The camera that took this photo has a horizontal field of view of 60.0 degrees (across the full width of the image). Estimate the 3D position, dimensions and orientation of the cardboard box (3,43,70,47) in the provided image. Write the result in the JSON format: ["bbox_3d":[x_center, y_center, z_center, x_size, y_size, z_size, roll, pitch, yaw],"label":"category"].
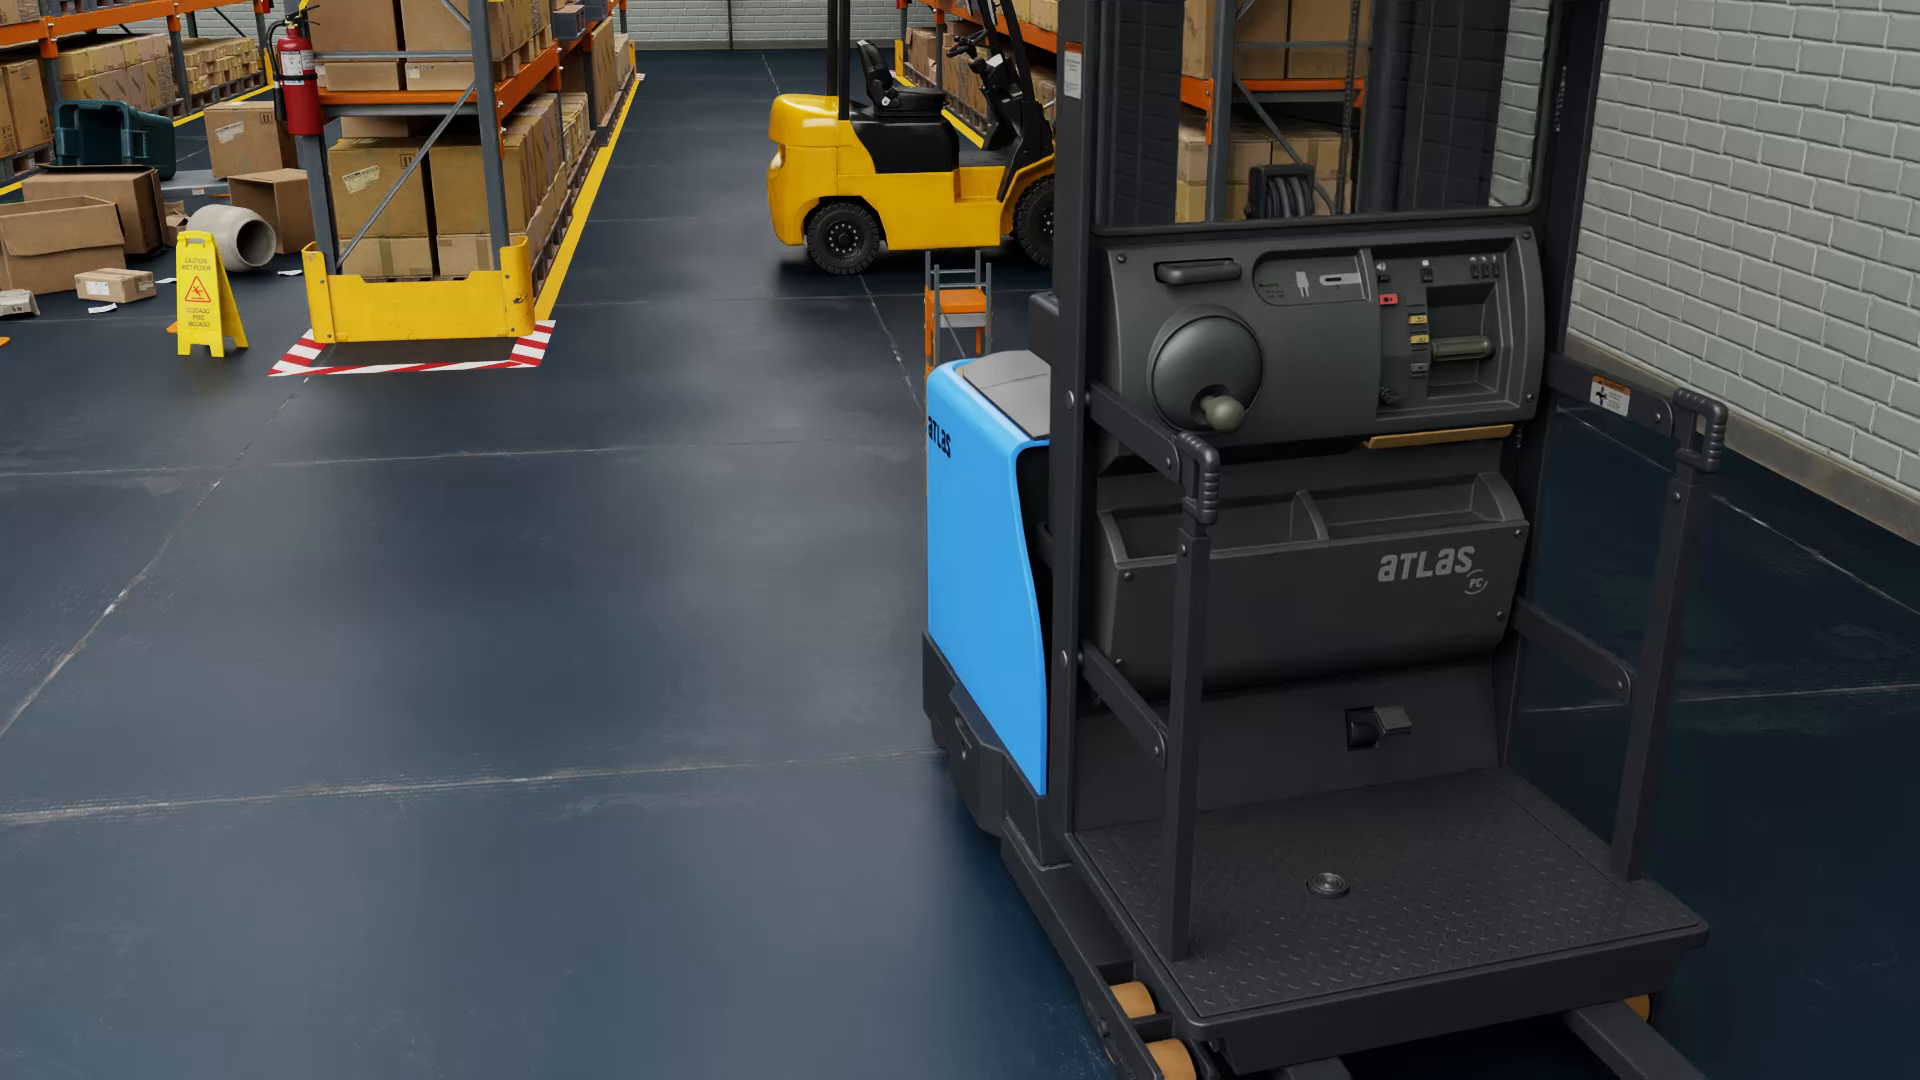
[{"bbox_3d":[-9.515,-4.978,17.158,0.500,0.250,0.500,-2,21,-6],"label":"cardboard box"}]

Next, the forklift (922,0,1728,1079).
[{"bbox_3d":[0.797,-0.398,3.094,1.130,2.935,3.031,-6,21,-15],"label":"forklift"}]

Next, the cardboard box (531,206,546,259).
[{"bbox_3d":[-2.887,-1.920,10.399,0.500,0.250,0.500,-2,21,-6],"label":"cardboard box"}]

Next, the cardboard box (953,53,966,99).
[{"bbox_3d":[0.204,-5.437,19.460,0.500,0.500,0.500,-4,21,-9],"label":"cardboard box"}]

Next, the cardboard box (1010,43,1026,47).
[{"bbox_3d":[0.774,-5.533,18.790,0.380,0.149,0.250,-3,21,-7],"label":"cardboard box"}]

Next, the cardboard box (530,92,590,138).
[{"bbox_3d":[-4.060,-4.080,16.010,0.950,0.372,0.625,-4,21,-11],"label":"cardboard box"}]

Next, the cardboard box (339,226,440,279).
[{"bbox_3d":[-3.365,-1.724,9.875,0.500,0.250,0.500,-3,21,-8],"label":"cardboard box"}]

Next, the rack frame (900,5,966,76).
[{"bbox_3d":[-0.373,-8.332,24.238,1.000,3.000,0.127,-3,21,-8],"label":"rack frame"}]

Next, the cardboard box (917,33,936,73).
[{"bbox_3d":[-0.317,-6.656,22.721,0.500,0.500,0.500,-3,21,-7],"label":"cardboard box"}]

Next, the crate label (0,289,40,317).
[{"bbox_3d":[-5.541,-1.379,9.713,0.250,0.136,0.298,-15,25,-35],"label":"crate label"}]

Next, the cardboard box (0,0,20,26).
[{"bbox_3d":[-8.614,-4.758,14.525,0.500,0.500,0.500,-3,21,-8],"label":"cardboard box"}]

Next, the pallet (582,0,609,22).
[{"bbox_3d":[-3.923,-4.980,15.536,1.213,0.211,1.003,-3,21,-8],"label":"pallet"}]

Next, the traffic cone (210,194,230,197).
[{"bbox_3d":[-6.150,-3.146,13.979,0.336,0.463,0.334,-3,21,-8],"label":"traffic cone"}]

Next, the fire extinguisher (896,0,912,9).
[{"bbox_3d":[-0.852,-8.149,24.391,0.296,0.674,0.183,-3,21,-8],"label":"fire extinguisher"}]

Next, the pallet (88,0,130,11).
[{"bbox_3d":[-9.341,-5.620,17.249,1.003,0.211,1.213,-3,21,-8],"label":"pallet"}]

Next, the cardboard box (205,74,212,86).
[{"bbox_3d":[-9.611,-5.767,20.844,0.380,0.149,0.250,-4,21,-10],"label":"cardboard box"}]

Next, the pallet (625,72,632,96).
[{"bbox_3d":[-4.919,-6.080,22.193,1.003,0.211,1.213,-3,21,-8],"label":"pallet"}]

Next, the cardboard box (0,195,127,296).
[{"bbox_3d":[-5.737,-1.852,10.456,0.637,0.503,0.797,17,27,39],"label":"cardboard box"}]

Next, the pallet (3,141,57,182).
[{"bbox_3d":[-8.976,-3.443,15.133,1.003,0.211,1.213,-3,21,-8],"label":"pallet"}]

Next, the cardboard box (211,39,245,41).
[{"bbox_3d":[-9.862,-6.676,22.426,0.380,0.149,0.250,-3,21,-7],"label":"cardboard box"}]

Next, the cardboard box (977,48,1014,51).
[{"bbox_3d":[0.394,-5.237,17.995,0.380,0.149,0.250,-4,21,-10],"label":"cardboard box"}]

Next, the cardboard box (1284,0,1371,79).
[{"bbox_3d":[2.136,-3.025,9.885,0.500,0.500,0.500,-2,21,-6],"label":"cardboard box"}]

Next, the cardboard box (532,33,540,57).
[{"bbox_3d":[-3.057,-3.361,11.286,0.380,0.149,0.250,-3,21,-9],"label":"cardboard box"}]

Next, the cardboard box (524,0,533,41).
[{"bbox_3d":[-3.006,-3.436,10.562,0.500,0.500,0.500,-3,21,-9],"label":"cardboard box"}]

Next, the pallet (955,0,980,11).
[{"bbox_3d":[0.613,-5.704,17.475,1.213,0.211,1.003,-3,21,-8],"label":"pallet"}]

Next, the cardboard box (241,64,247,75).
[{"bbox_3d":[-9.796,-6.306,22.287,0.380,0.149,0.250,-3,21,-8],"label":"cardboard box"}]

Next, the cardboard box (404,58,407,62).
[{"bbox_3d":[-3.473,-2.802,9.789,0.380,0.149,0.250,-3,21,-7],"label":"cardboard box"}]

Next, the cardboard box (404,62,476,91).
[{"bbox_3d":[-2.822,-2.551,9.119,0.380,0.149,0.250,-3,21,-8],"label":"cardboard box"}]

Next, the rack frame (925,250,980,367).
[{"bbox_3d":[-0.025,-0.553,6.195,0.200,1.050,0.008,-3,21,-8],"label":"rack frame"}]

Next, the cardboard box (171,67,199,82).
[{"bbox_3d":[-9.328,-5.553,19.847,0.380,0.149,0.250,-2,21,-5],"label":"cardboard box"}]

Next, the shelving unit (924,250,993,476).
[{"bbox_3d":[-0.008,-0.510,6.082,0.215,1.050,0.252,-3,21,-8],"label":"shelving unit"}]

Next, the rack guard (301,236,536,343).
[{"bbox_3d":[-2.989,-1.396,9.240,1.175,0.500,0.348,-3,21,-8],"label":"rack guard"}]

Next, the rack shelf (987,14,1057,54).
[{"bbox_3d":[1.068,-4.533,15.094,1.077,0.370,4.000,-3,21,-8],"label":"rack shelf"}]

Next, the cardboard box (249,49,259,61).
[{"bbox_3d":[-9.810,-6.628,22.725,0.380,0.149,0.250,-3,21,-9],"label":"cardboard box"}]

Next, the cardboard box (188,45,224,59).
[{"bbox_3d":[-9.637,-6.223,21.215,0.380,0.149,0.250,-3,21,-7],"label":"cardboard box"}]

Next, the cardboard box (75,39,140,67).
[{"bbox_3d":[-9.083,-5.182,17.704,0.500,0.250,0.500,-4,21,-10],"label":"cardboard box"}]

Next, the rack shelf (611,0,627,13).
[{"bbox_3d":[-4.996,-7.051,21.836,1.077,0.370,4.000,-3,21,-8],"label":"rack shelf"}]

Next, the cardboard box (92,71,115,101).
[{"bbox_3d":[-8.941,-4.484,16.906,0.500,0.500,0.500,-3,21,-7],"label":"cardboard box"}]

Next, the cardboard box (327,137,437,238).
[{"bbox_3d":[-3.352,-2.065,9.716,0.500,0.500,0.500,-3,21,-7],"label":"cardboard box"}]

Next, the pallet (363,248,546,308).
[{"bbox_3d":[-3.071,-1.544,10.049,1.003,0.211,1.213,-3,21,-8],"label":"pallet"}]

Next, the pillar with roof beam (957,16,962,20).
[{"bbox_3d":[-4.130,-11.905,25.228,9.100,9.000,0.400,-3,21,-8],"label":"pillar with roof beam"}]

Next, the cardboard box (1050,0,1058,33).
[{"bbox_3d":[1.025,-4.269,13.572,0.500,0.250,0.500,-2,21,-7],"label":"cardboard box"}]

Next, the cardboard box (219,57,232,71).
[{"bbox_3d":[-9.560,-6.086,21.273,0.380,0.149,0.250,-3,21,-7],"label":"cardboard box"}]

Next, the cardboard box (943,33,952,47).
[{"bbox_3d":[-0.008,-6.139,20.412,0.380,0.149,0.250,-2,21,-5],"label":"cardboard box"}]

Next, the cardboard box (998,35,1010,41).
[{"bbox_3d":[0.628,-5.990,20.011,0.380,0.149,0.250,-3,21,-7],"label":"cardboard box"}]

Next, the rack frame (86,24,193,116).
[{"bbox_3d":[-9.592,-6.411,19.094,1.000,3.000,0.127,-3,21,-8],"label":"rack frame"}]

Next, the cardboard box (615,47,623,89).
[{"bbox_3d":[-4.692,-5.915,20.828,0.875,0.438,0.875,-3,21,-9],"label":"cardboard box"}]

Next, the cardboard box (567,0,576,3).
[{"bbox_3d":[-3.482,-4.665,14.178,0.380,0.149,0.250,-2,21,-6],"label":"cardboard box"}]

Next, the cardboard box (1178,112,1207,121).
[{"bbox_3d":[1.396,-2.664,10.963,0.500,0.250,0.500,-3,21,-7],"label":"cardboard box"}]

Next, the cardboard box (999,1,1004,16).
[{"bbox_3d":[0.669,-5.152,15.937,0.500,0.250,0.500,-3,21,-9],"label":"cardboard box"}]

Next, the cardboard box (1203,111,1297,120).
[{"bbox_3d":[1.914,-2.692,11.038,0.500,0.250,0.500,-3,21,-8],"label":"cardboard box"}]

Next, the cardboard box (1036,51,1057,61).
[{"bbox_3d":[1.013,-5.088,17.598,0.380,0.149,0.250,-2,21,-5],"label":"cardboard box"}]

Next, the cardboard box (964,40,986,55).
[{"bbox_3d":[0.242,-5.690,19.210,0.380,0.149,0.250,-2,21,-6],"label":"cardboard box"}]

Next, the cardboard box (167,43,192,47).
[{"bbox_3d":[-10.213,-6.376,21.625,0.380,0.149,0.250,-2,21,-6],"label":"cardboard box"}]

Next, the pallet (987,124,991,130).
[{"bbox_3d":[0.860,-3.969,16.542,1.003,0.211,1.213,-3,21,-8],"label":"pallet"}]

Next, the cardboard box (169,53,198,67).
[{"bbox_3d":[-9.418,-5.779,20.026,0.380,0.149,0.250,-2,21,-5],"label":"cardboard box"}]

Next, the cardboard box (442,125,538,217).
[{"bbox_3d":[-2.905,-2.283,10.300,0.500,0.500,0.500,-4,21,-10],"label":"cardboard box"}]
